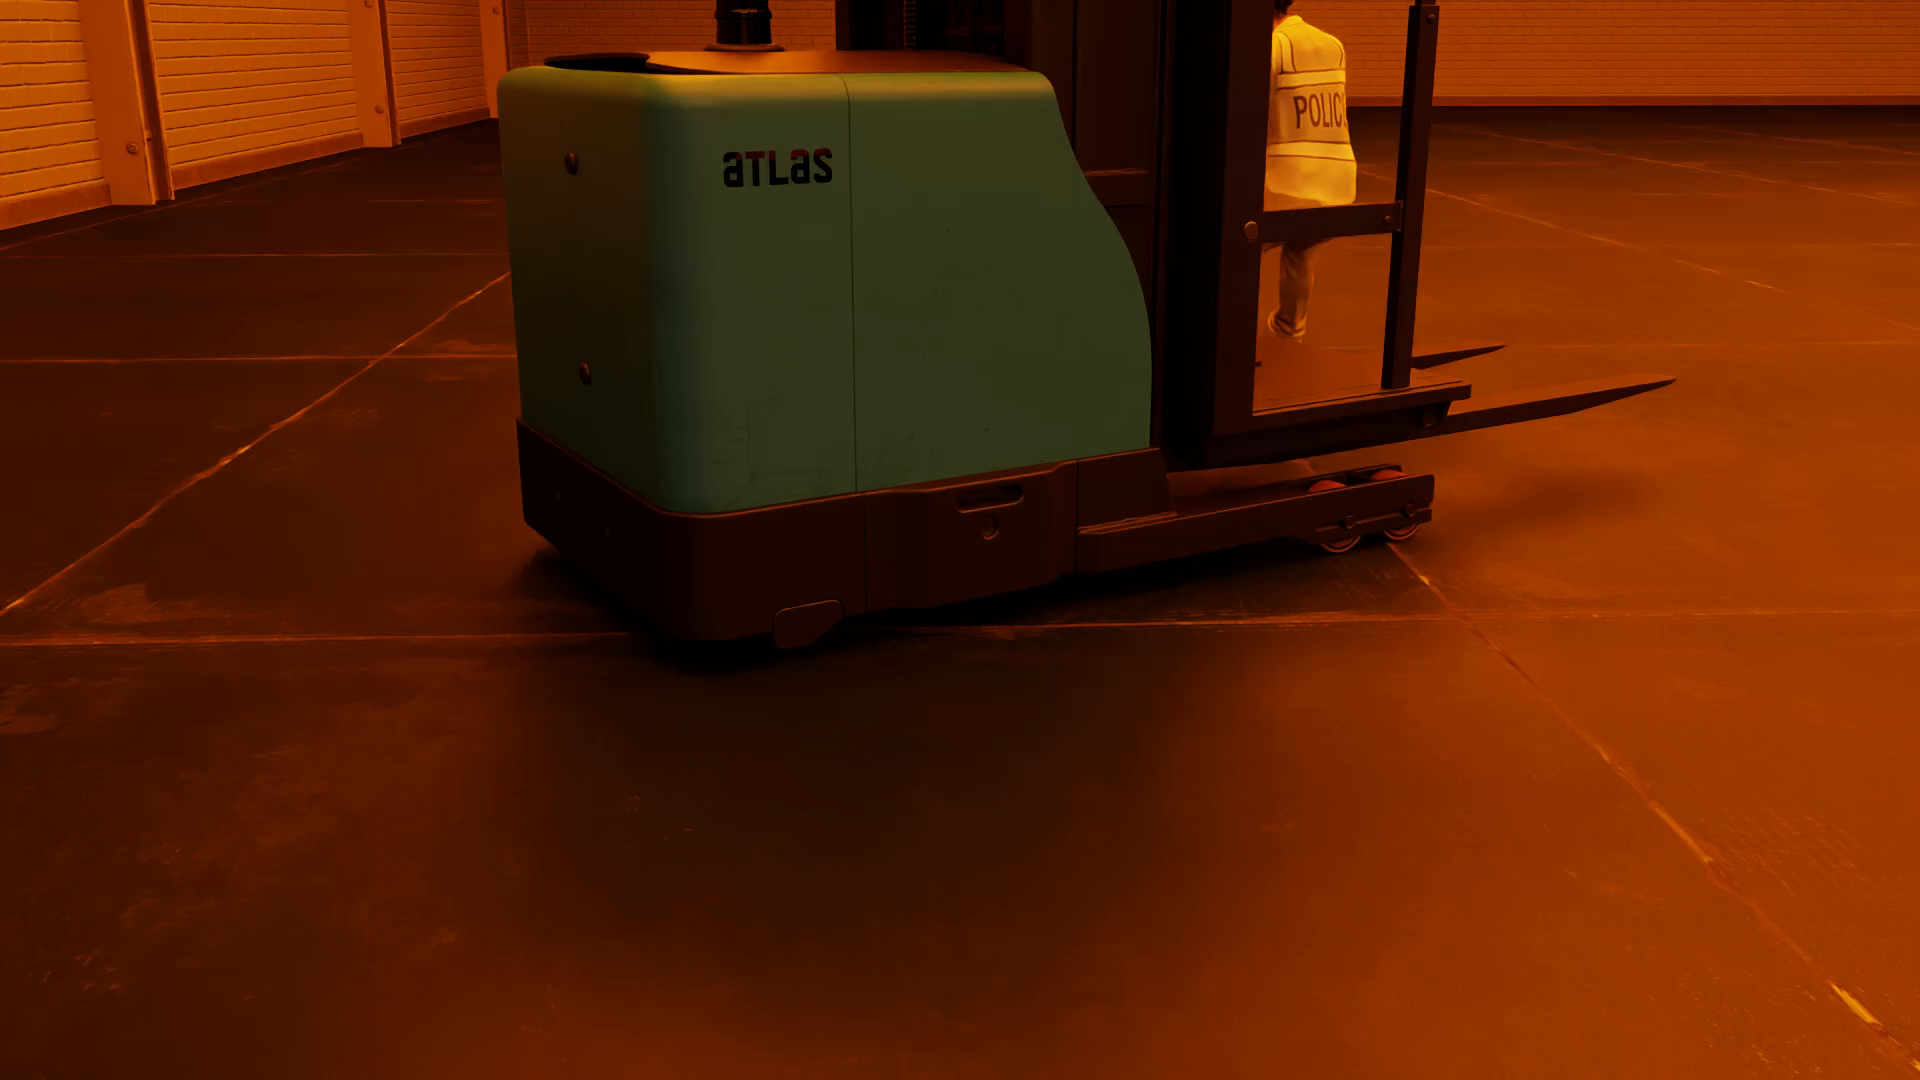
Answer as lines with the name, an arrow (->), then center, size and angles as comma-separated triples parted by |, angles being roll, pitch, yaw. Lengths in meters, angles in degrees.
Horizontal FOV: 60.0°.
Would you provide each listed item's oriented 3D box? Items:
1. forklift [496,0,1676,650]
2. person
forklift -> 0.524, -1.493, 3.789 | 3.031, 2.935, 1.130 | -10, 20, -29
person -> 1.010, -1.242, 5.728 | 1.003, 1.362, 0.876 | -8, 19, -25
